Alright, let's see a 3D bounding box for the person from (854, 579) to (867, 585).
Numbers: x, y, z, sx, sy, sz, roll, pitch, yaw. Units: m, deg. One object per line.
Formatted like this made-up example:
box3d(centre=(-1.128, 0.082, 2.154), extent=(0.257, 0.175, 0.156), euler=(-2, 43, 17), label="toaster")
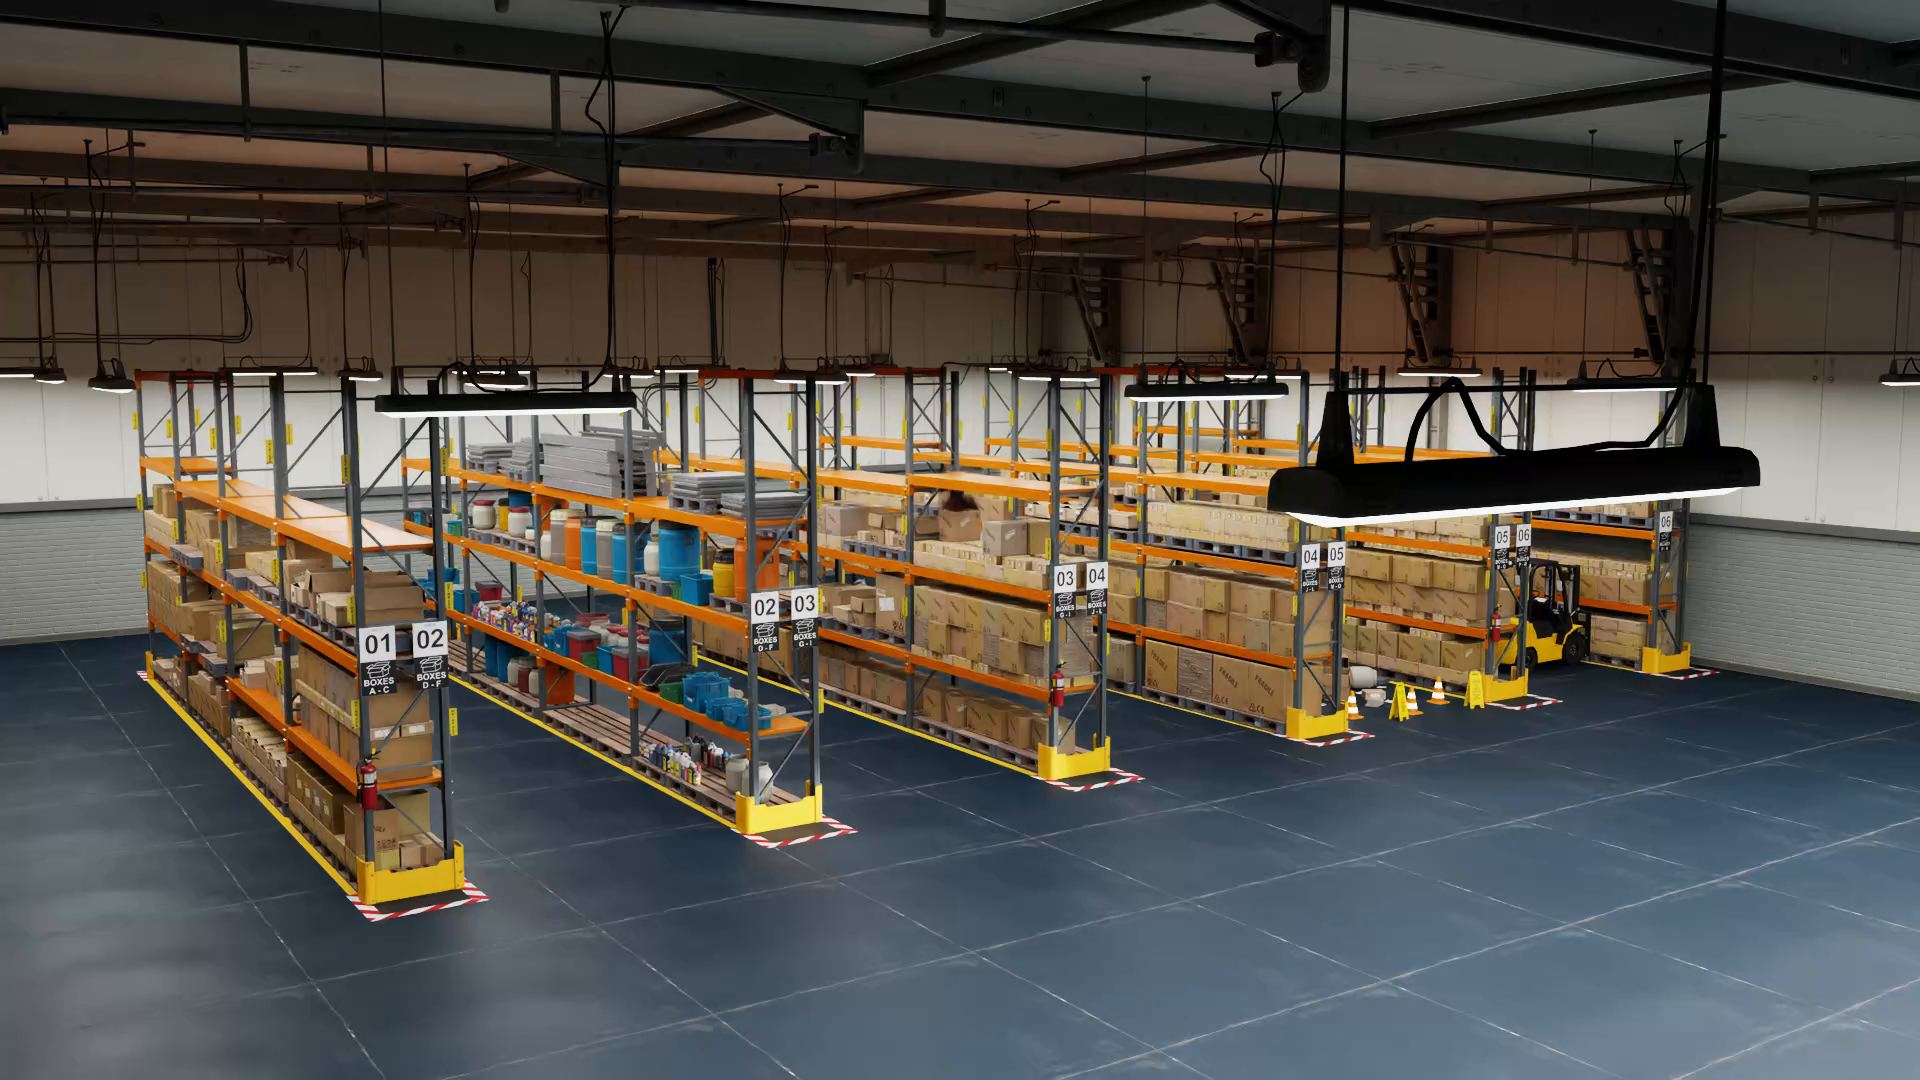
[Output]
box3d(centre=(-2.066, 1.639, 34.295), extent=(0.399, 1.710, 0.521), euler=(-2, 7, -14), label="person")
